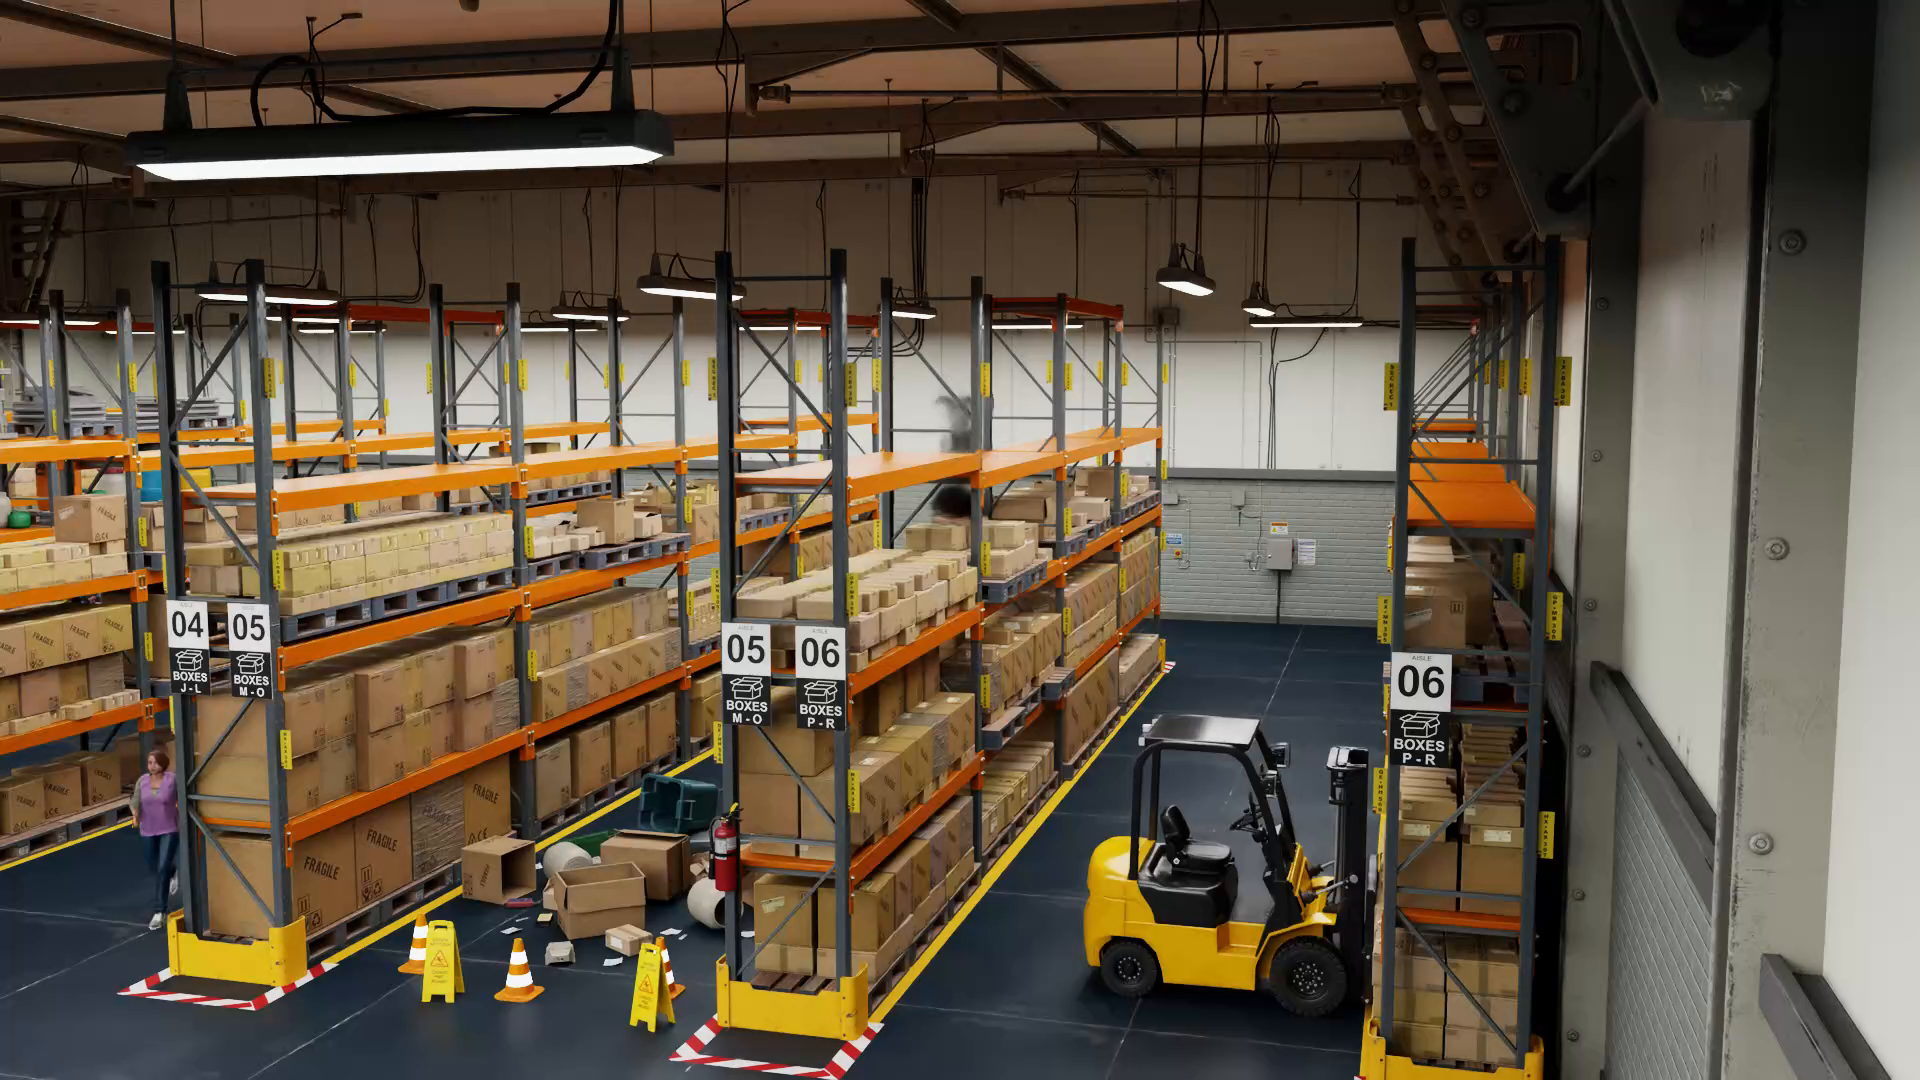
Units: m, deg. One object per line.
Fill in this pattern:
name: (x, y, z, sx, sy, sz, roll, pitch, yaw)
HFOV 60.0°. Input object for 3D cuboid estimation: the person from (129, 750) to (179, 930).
person: (-7.461, 2.739, 15.550, 0.538, 1.599, 0.848, -1, 6, -8)
